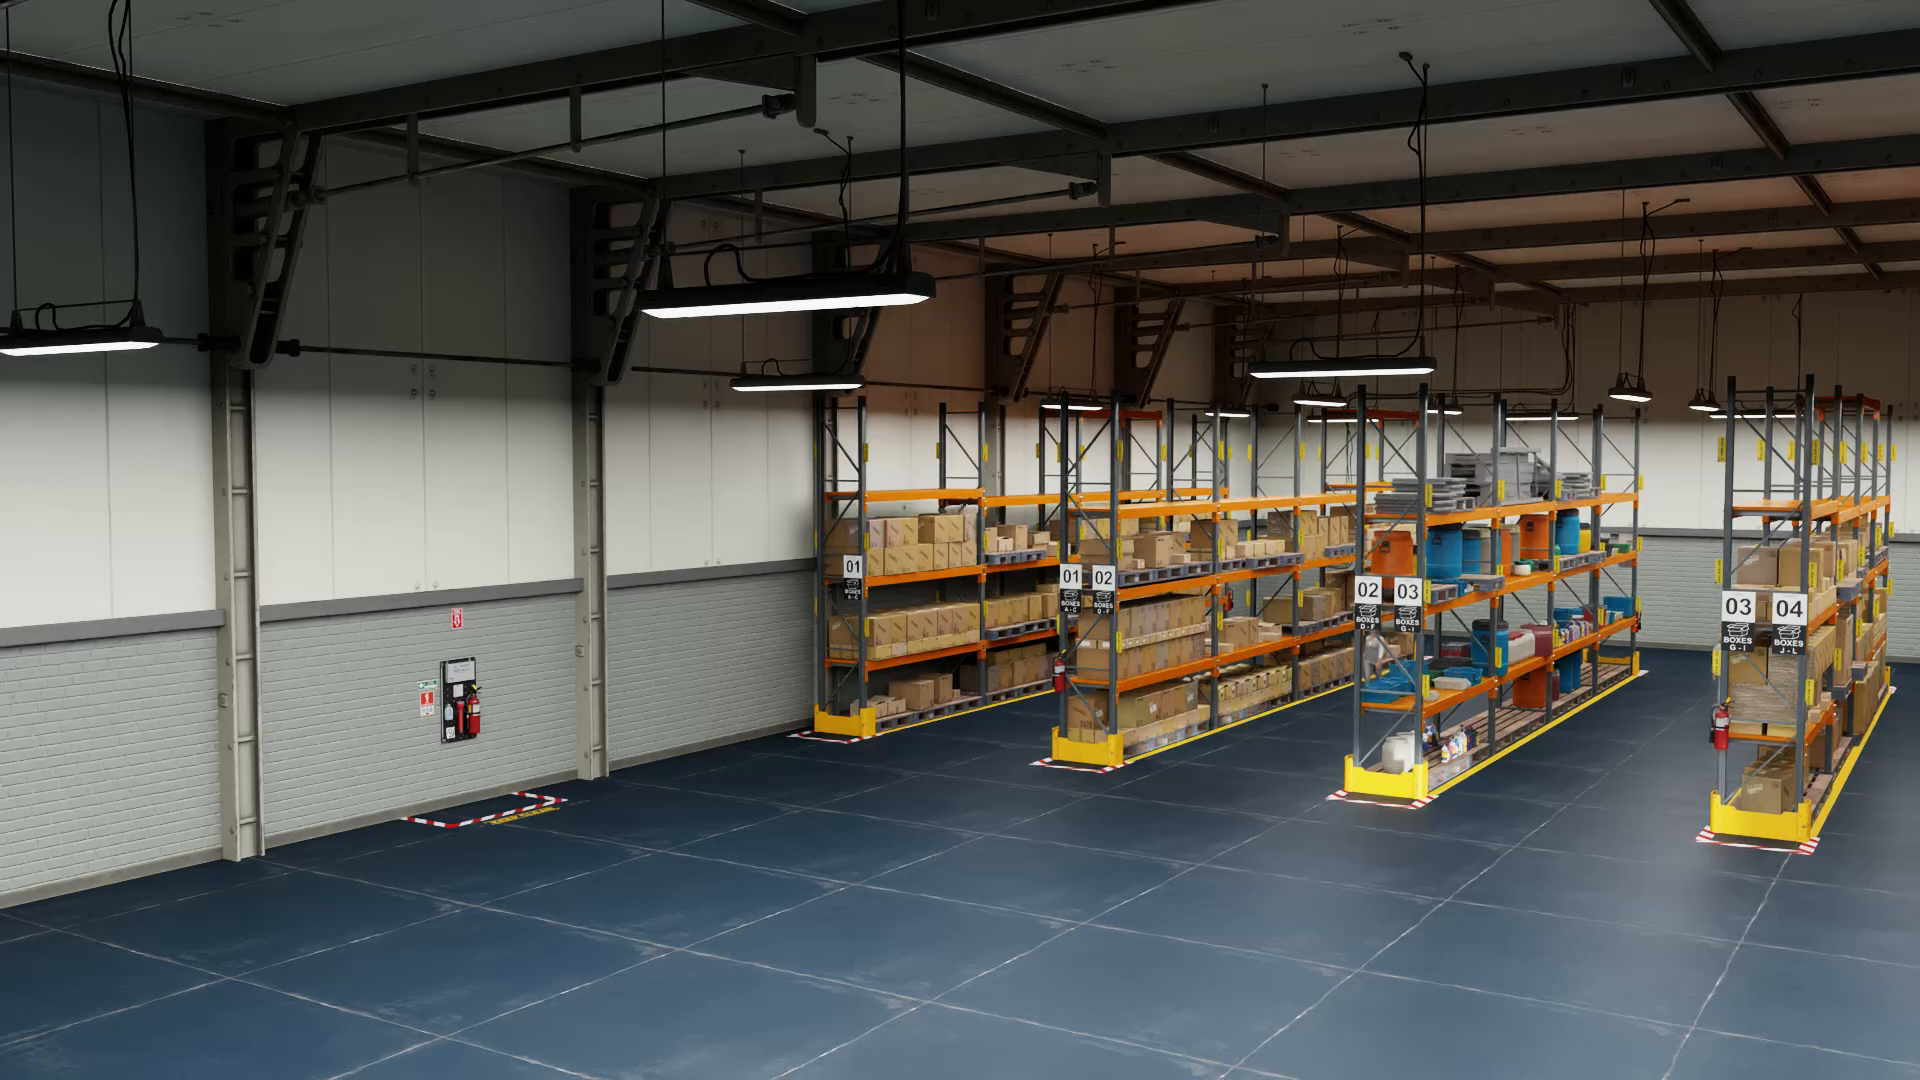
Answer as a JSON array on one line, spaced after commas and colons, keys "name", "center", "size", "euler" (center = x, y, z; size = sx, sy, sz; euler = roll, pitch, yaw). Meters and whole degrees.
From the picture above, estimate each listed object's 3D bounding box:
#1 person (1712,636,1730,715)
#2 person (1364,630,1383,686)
[{"name": "person", "center": [14.481, 2.524, 31.440], "size": [0.490, 1.669, 0.516], "euler": [2, 4, 35]}, {"name": "person", "center": [8.329, 2.460, 33.434], "size": [0.390, 1.535, 1.009], "euler": [1, 3, 24]}]
